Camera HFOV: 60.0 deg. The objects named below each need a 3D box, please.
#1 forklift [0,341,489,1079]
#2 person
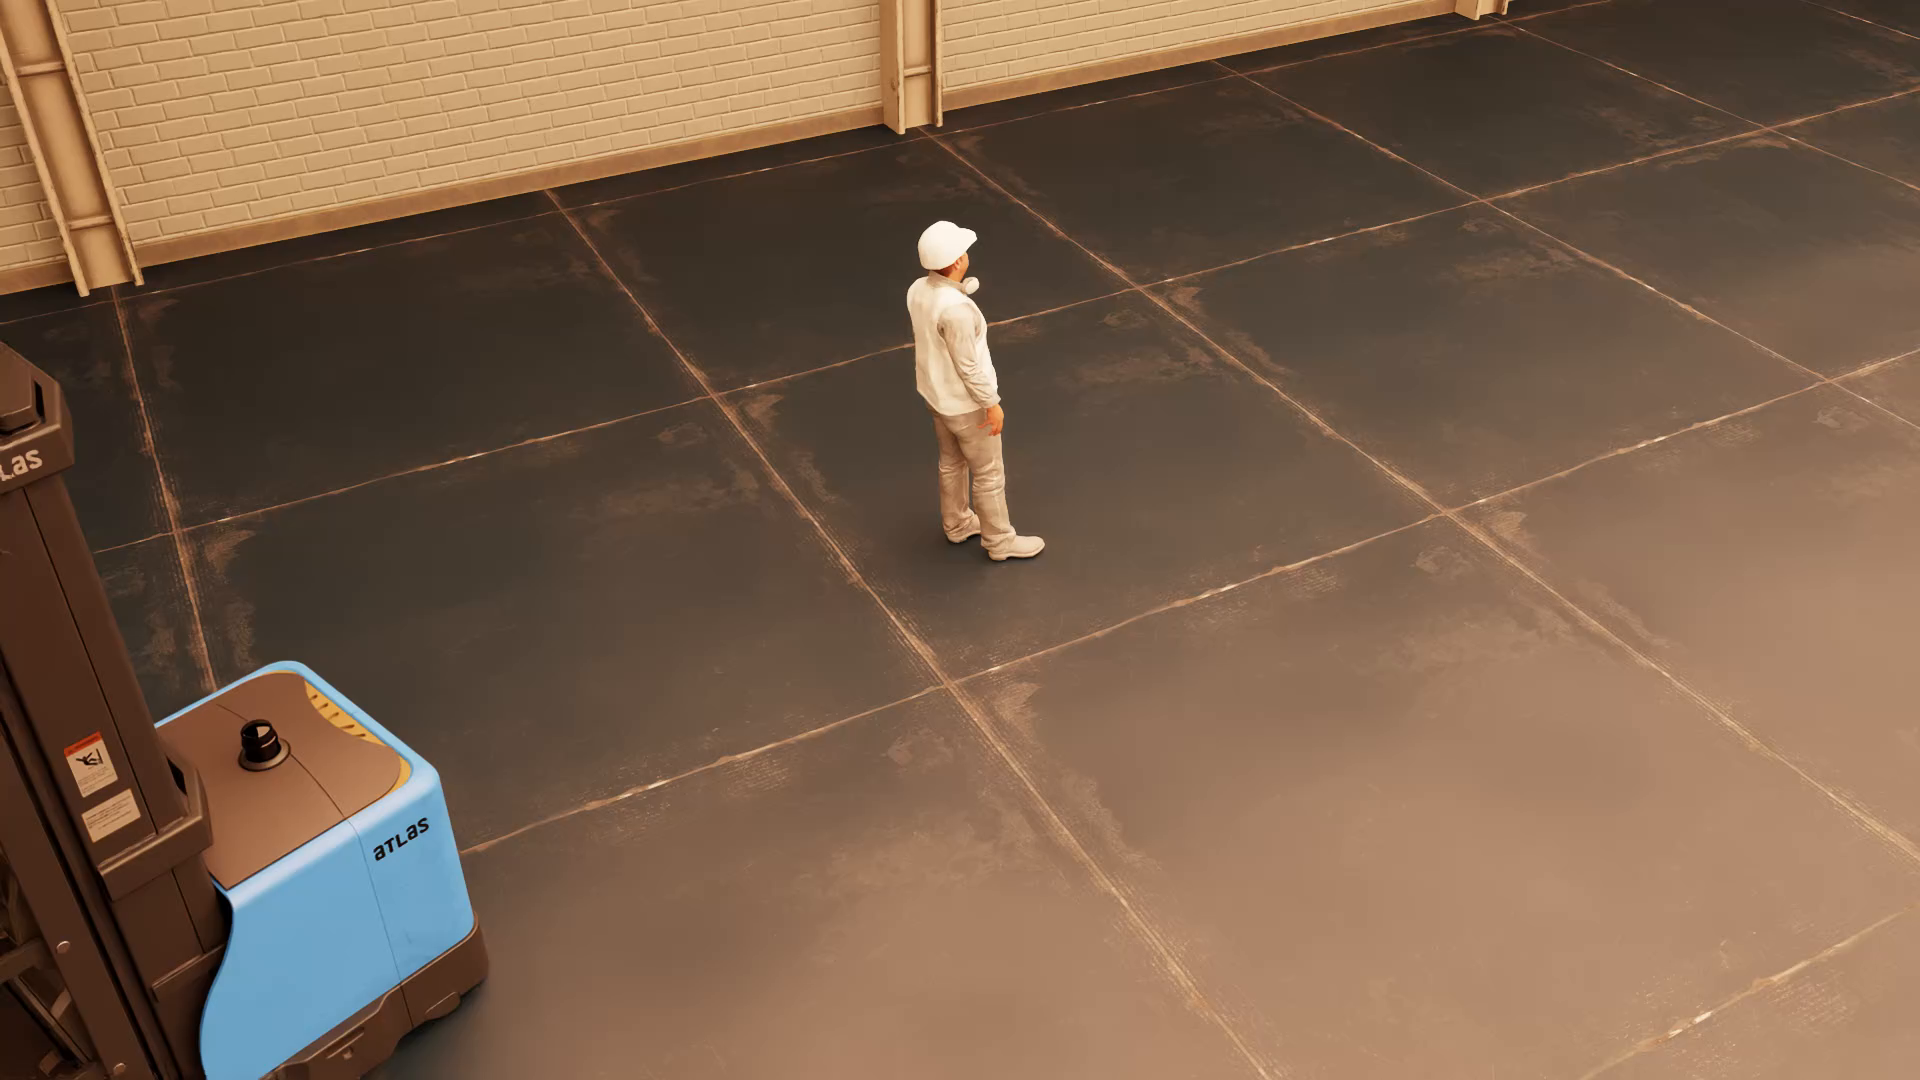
[{"bbox_3d":[-3.127,0.925,4.814,1.130,2.935,3.031,27,43,33],"label":"forklift"},{"bbox_3d":[0.058,-0.743,8.164,0.568,1.773,0.632,-17,39,-23],"label":"person"}]
